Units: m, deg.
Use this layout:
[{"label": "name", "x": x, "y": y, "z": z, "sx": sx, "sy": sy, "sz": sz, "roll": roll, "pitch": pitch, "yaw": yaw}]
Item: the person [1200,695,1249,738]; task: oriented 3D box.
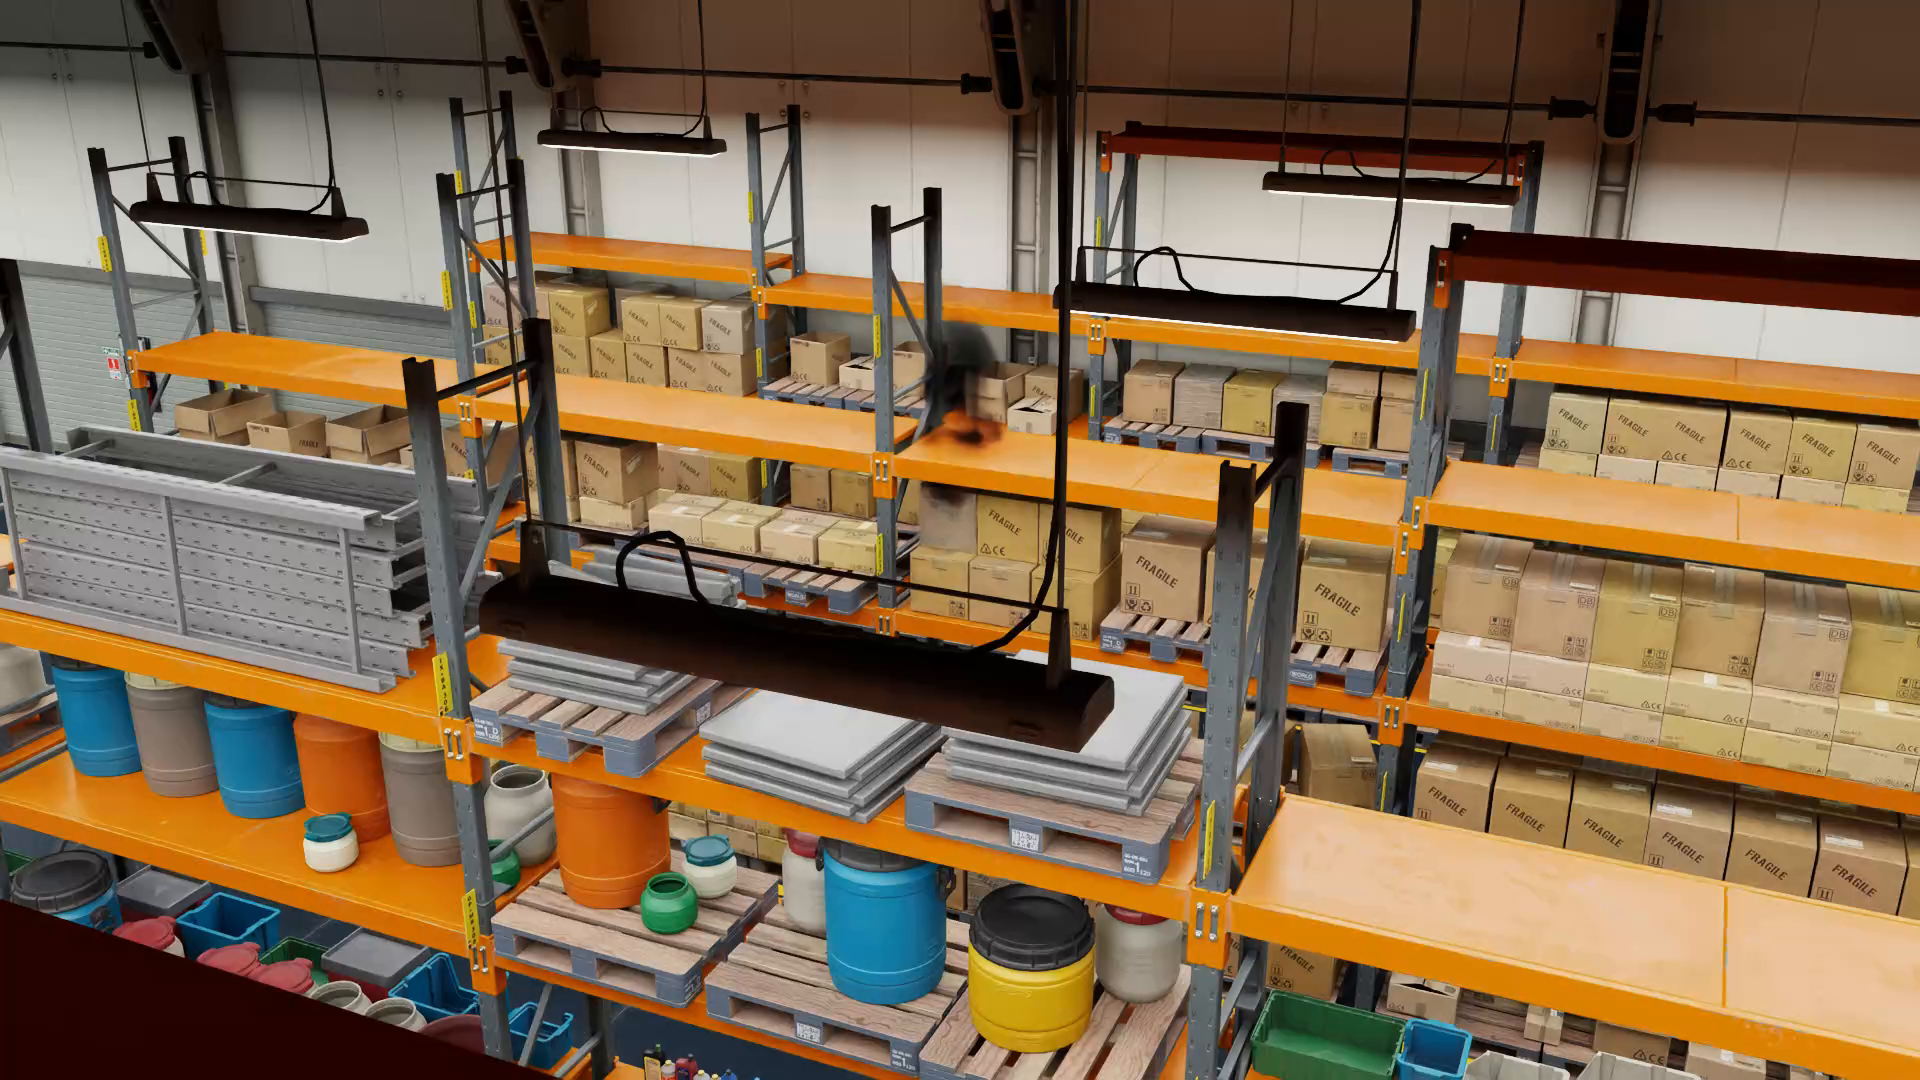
[{"label": "person", "x": 2.567, "y": 1.740, "z": 15.638, "sx": 0.598, "sy": 1.726, "sz": 0.702, "roll": 8, "pitch": 22, "yaw": 21}]
